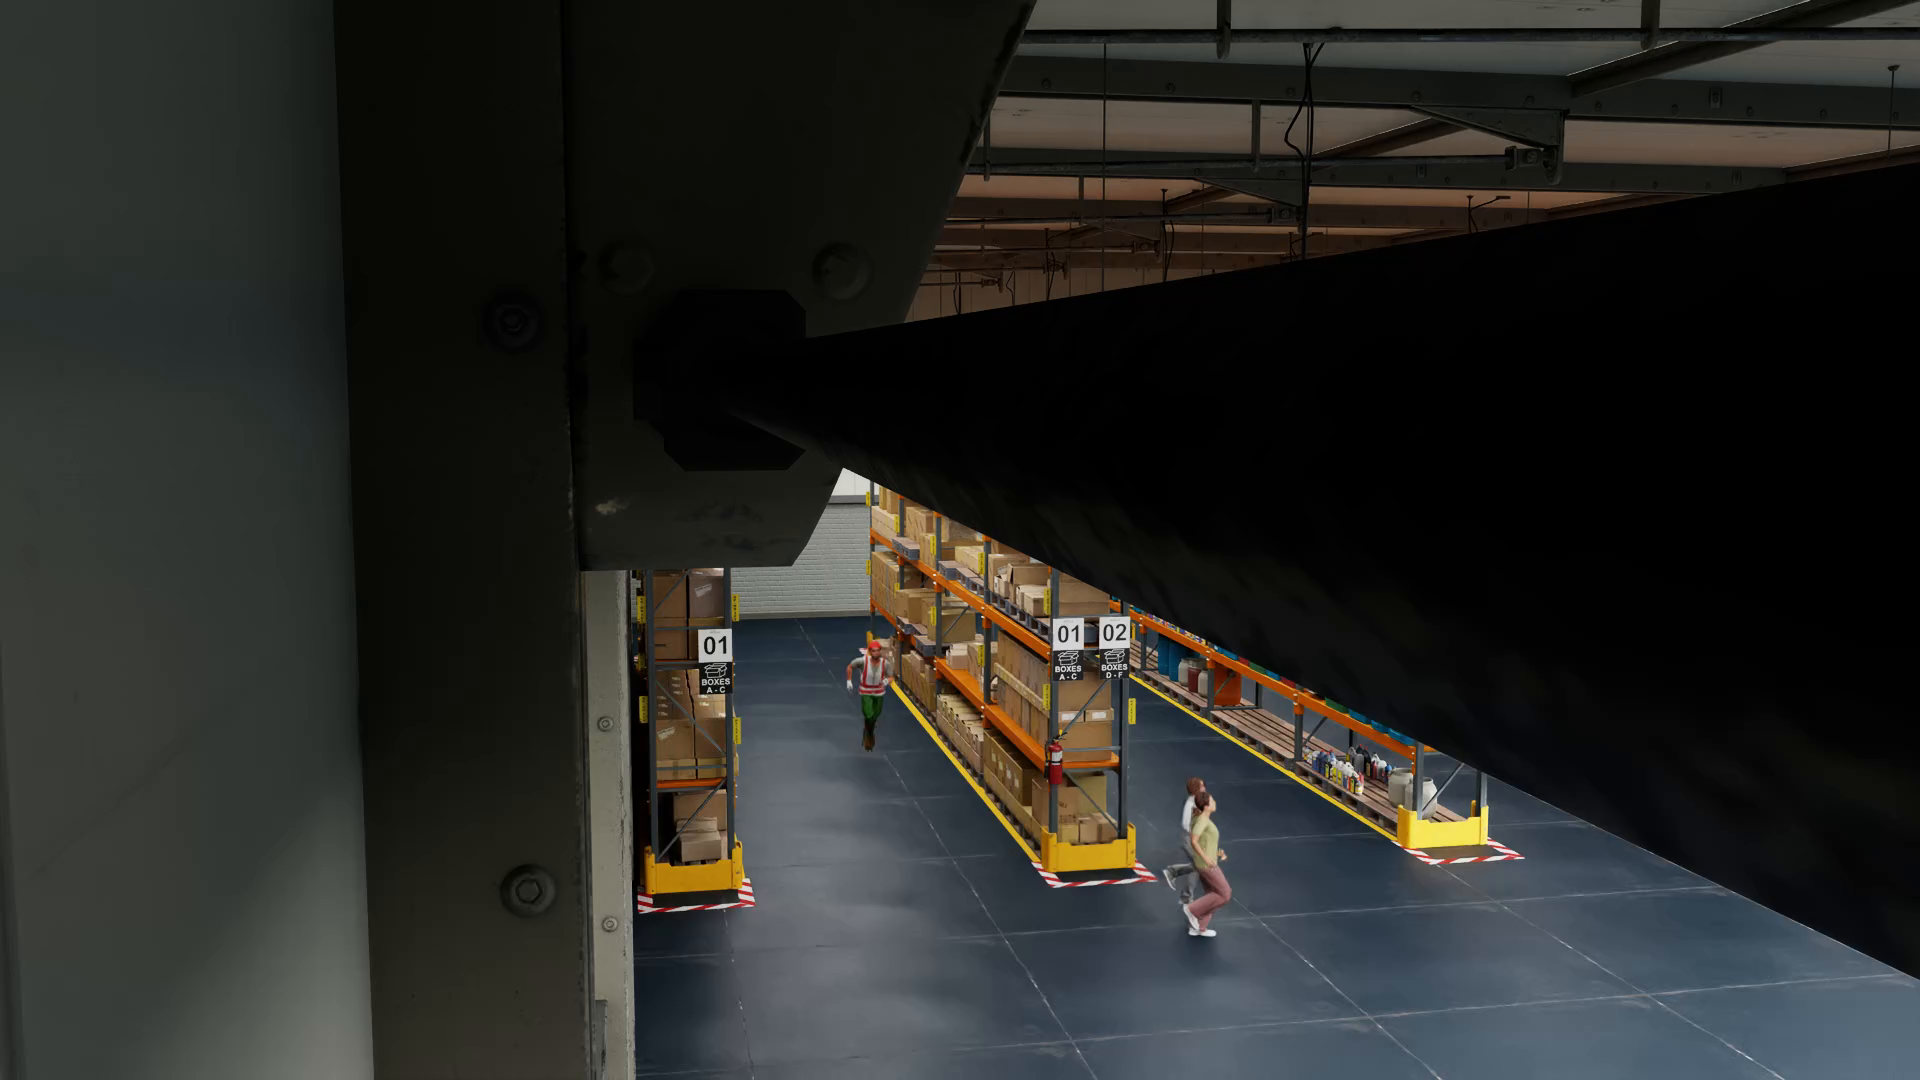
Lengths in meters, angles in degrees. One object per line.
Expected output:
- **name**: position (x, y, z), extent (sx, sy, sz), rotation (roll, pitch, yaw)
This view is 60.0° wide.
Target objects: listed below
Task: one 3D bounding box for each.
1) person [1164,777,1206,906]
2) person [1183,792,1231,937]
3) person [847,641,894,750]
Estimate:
- **person**: position (2.682, 3.536, 19.494), extent (0.610, 1.572, 0.557), rotation (3, 7, 25)
- **person**: position (2.748, 3.602, 18.447), extent (0.507, 1.634, 0.587), rotation (0, 6, 4)
- **person**: position (-1.385, 2.456, 26.082), extent (0.707, 1.758, 0.740), rotation (-2, 6, -15)
